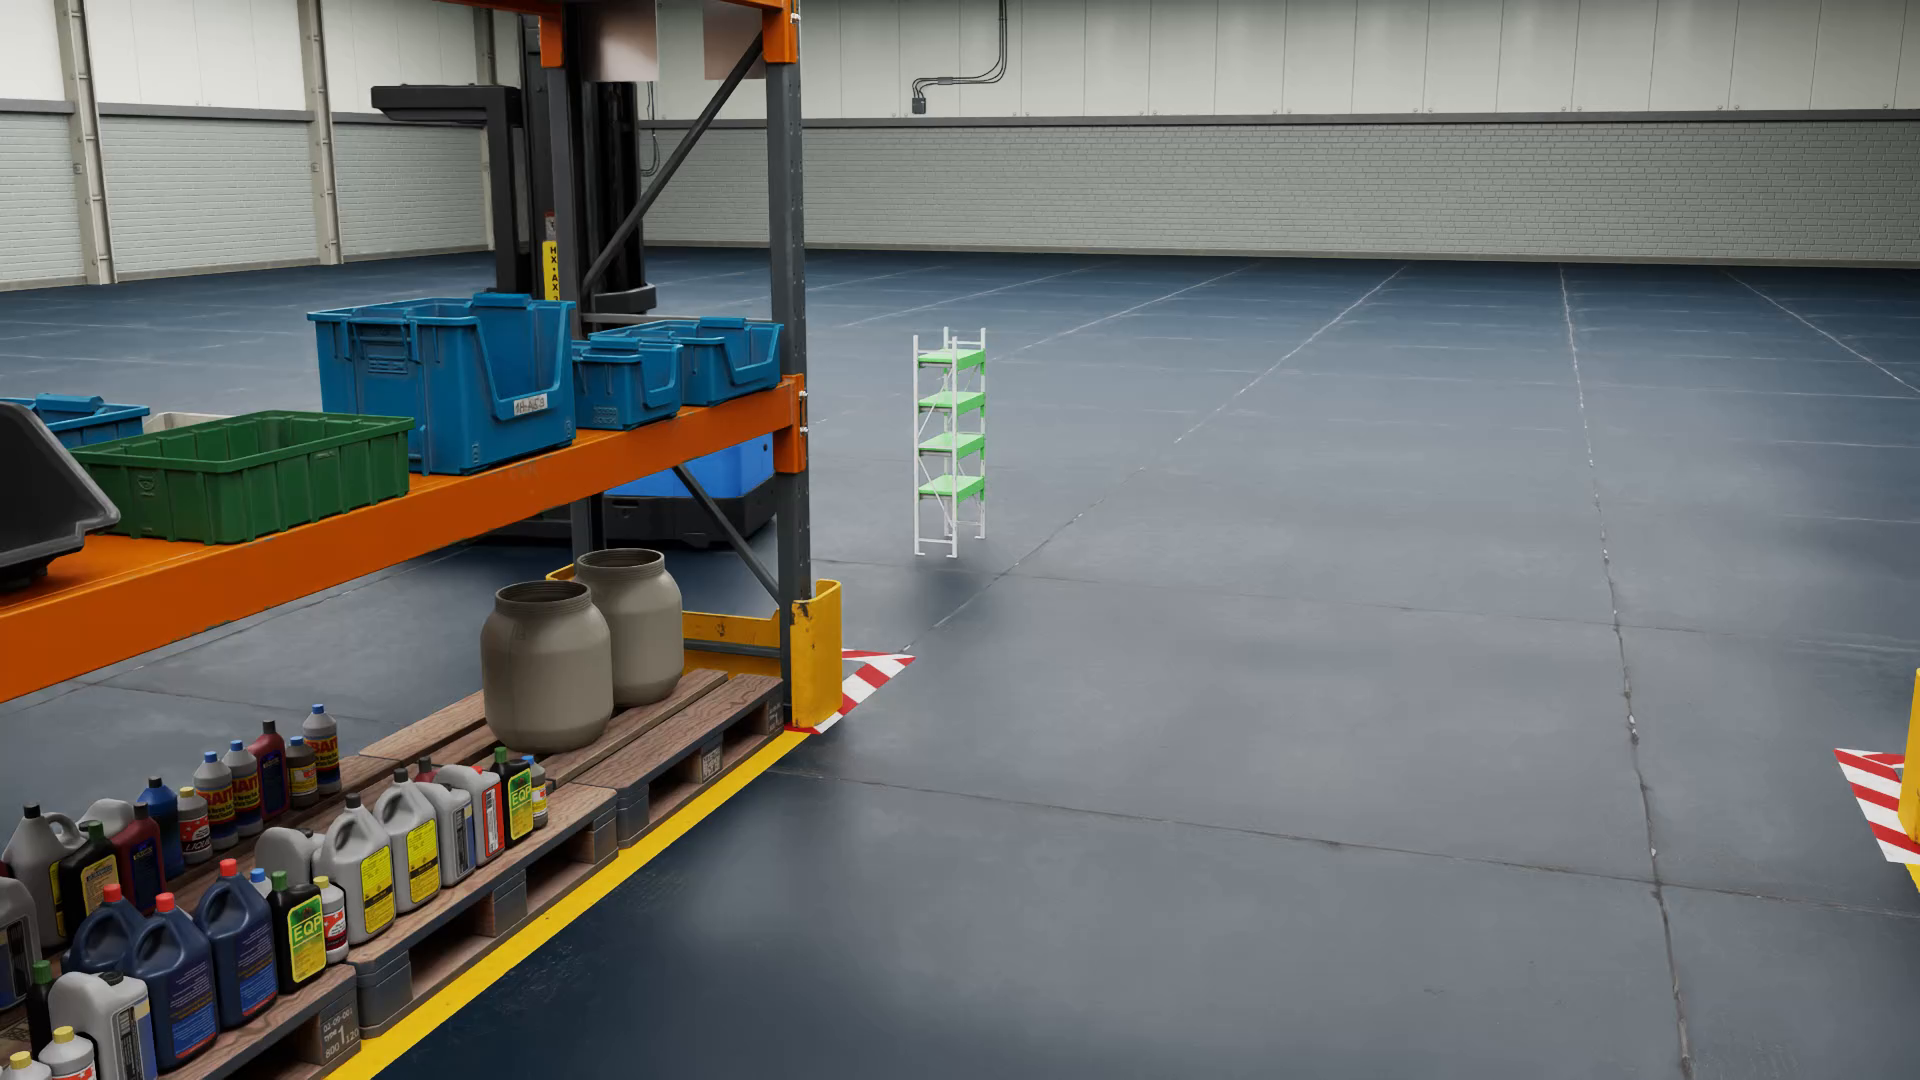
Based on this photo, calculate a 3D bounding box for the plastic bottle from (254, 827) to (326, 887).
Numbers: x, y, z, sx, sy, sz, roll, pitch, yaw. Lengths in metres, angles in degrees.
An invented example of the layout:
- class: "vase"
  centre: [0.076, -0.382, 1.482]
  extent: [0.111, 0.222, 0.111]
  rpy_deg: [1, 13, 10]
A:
- class: "plastic bottle"
  centre: [-1.667, 0.843, 4.188]
  extent: [0.152, 0.276, 0.135]
  rpy_deg: [4, 14, 18]

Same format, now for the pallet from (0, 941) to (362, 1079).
- class: "pallet"
  centre: [-2.114, 1.225, 3.647]
  extent: [1.003, 0.211, 1.213]
  rpy_deg: [4, 14, 18]

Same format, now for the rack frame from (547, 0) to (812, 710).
- class: "rack frame"
  centre: [-1.077, -0.838, 6.420]
  extent: [1.000, 3.000, 0.127]
  rpy_deg: [4, 14, 18]

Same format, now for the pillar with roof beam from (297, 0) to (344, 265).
- class: "pillar with roof beam"
  centre: [-9.077, -9.851, 32.427]
  extent: [9.100, 9.000, 0.400]
  rpy_deg: [4, 14, 18]

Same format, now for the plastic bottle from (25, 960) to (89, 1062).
- class: "plastic bottle"
  centre: [-1.875, 1.001, 3.479]
  extent: [0.061, 0.283, 0.133]
  rpy_deg: [4, 14, 18]

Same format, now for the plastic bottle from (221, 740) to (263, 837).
- class: "plastic bottle"
  centre: [-2.069, 0.709, 4.784]
  extent: [0.097, 0.271, 0.097]
  rpy_deg: [0, 13, 0]

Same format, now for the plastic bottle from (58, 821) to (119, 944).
- class: "plastic bottle"
  centre: [-2.163, 0.851, 4.135]
  extent: [0.061, 0.283, 0.133]
  rpy_deg: [4, 14, 18]

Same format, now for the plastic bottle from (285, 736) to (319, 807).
- class: "plastic bottle"
  centre: [-1.992, 0.693, 5.013]
  extent: [0.097, 0.201, 0.097]
  rpy_deg: [0, 13, 0]

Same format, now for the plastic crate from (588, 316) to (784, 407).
- class: "plastic crate"
  centre: [-0.955, -0.639, 5.880]
  extent: [0.499, 0.251, 0.616]
  rpy_deg: [4, 14, 18]

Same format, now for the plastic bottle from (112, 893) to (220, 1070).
- class: "plastic bottle"
  centre: [-1.717, 0.941, 3.589]
  extent: [0.144, 0.351, 0.185]
  rpy_deg: [5, 14, 20]

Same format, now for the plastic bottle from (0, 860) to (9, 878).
- class: "plastic bottle"
  centre: [-2.360, 0.880, 4.009]
  extent: [0.061, 0.283, 0.133]
  rpy_deg: [5, 14, 22]

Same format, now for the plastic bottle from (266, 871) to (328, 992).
- class: "plastic bottle"
  centre: [-1.563, 0.902, 3.910]
  extent: [0.061, 0.283, 0.133]
  rpy_deg: [5, 14, 21]

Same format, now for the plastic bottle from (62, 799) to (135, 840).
- class: "plastic bottle"
  centre: [-2.212, 0.819, 4.293]
  extent: [0.152, 0.276, 0.135]
  rpy_deg: [5, 14, 19]

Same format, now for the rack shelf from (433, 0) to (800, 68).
- class: "rack shelf"
  centre: [-1.724, -1.529, 4.321]
  extent: [1.077, 0.370, 4.000]
  rpy_deg: [4, 14, 18]

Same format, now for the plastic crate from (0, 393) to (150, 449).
- class: "plastic crate"
  centre: [-2.270, -0.176, 3.853]
  extent: [0.499, 0.251, 0.616]
  rpy_deg: [4, 14, 18]

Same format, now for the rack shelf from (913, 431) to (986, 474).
- class: "rack shelf"
  centre: [-0.054, -0.488, 9.216]
  extent: [0.258, 0.148, 0.480]
  rpy_deg: [4, 14, 18]

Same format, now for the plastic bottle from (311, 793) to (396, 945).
- class: "plastic bottle"
  centre: [-1.518, 0.812, 4.156]
  extent: [0.144, 0.351, 0.185]
  rpy_deg: [4, 14, 18]

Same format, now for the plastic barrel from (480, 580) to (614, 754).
- class: "plastic barrel"
  centre: [-1.379, 0.419, 5.556]
  extent: [0.421, 0.512, 0.421]
  rpy_deg: [0, 13, 0]

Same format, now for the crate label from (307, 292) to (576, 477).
- class: "crate label"
  centre: [-1.416, -0.449, 4.633]
  extent: [0.502, 0.435, 0.616]
  rpy_deg: [4, 14, 18]

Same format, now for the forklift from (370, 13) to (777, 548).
- class: "forklift"
  centre: [-2.620, -1.513, 9.530]
  extent: [3.031, 2.935, 1.130]
  rpy_deg: [2, 13, 8]

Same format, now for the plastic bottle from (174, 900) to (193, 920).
- class: "plastic bottle"
  centre: [-1.784, 0.940, 3.770]
  extent: [0.097, 0.271, 0.097]
  rpy_deg: [0, 13, 0]

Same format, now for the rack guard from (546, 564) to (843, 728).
- class: "rack guard"
  centre: [-1.057, 0.400, 6.613]
  extent: [1.175, 0.500, 0.348]
  rpy_deg: [4, 14, 18]

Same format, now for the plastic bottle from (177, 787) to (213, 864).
- class: "plastic bottle"
  centre: [-2.133, 0.785, 4.608]
  extent: [0.097, 0.201, 0.097]
  rpy_deg: [0, 13, 0]

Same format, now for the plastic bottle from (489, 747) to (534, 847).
- class: "plastic bottle"
  centre: [-1.277, 0.716, 4.727]
  extent: [0.061, 0.283, 0.133]
  rpy_deg: [5, 14, 20]

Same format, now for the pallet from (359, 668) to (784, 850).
- class: "pallet"
  centre: [-1.325, 0.711, 5.897]
  extent: [1.003, 0.211, 1.213]
  rpy_deg: [4, 14, 18]

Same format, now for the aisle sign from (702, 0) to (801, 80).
- class: "aisle sign"
  centre: [-0.772, -2.099, 6.103]
  extent: [0.394, 0.787, 0.004]
  rpy_deg: [4, 14, 18]

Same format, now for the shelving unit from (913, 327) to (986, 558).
- class: "shelving unit"
  centre: [-0.054, -0.550, 9.202]
  extent: [0.258, 1.200, 0.503]
  rpy_deg: [4, 14, 18]

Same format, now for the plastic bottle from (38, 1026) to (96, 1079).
- class: "plastic bottle"
  centre: [-1.787, 1.075, 3.336]
  extent: [0.097, 0.201, 0.097]
  rpy_deg: [0, 13, 0]

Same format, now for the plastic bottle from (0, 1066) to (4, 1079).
- class: "plastic bottle"
  centre: [-1.853, 1.084, 3.140]
  extent: [0.097, 0.271, 0.097]
  rpy_deg: [0, 13, 0]

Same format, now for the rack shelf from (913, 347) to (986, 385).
- class: "rack shelf"
  centre: [-0.054, -0.956, 9.109]
  extent: [0.258, 0.148, 0.480]
  rpy_deg: [4, 14, 18]

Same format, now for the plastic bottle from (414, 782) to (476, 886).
- class: "plastic bottle"
  centre: [-1.408, 0.774, 4.490]
  extent: [0.152, 0.276, 0.135]
  rpy_deg: [4, 13, 17]

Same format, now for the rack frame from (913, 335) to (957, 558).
- class: "rack frame"
  centre: [-0.133, -0.499, 8.977]
  extent: [0.240, 1.200, 0.015]
  rpy_deg: [4, 14, 18]

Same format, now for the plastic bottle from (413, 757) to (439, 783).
- class: "plastic bottle"
  centre: [-1.464, 0.733, 4.650]
  extent: [0.061, 0.283, 0.133]
  rpy_deg: [4, 14, 18]

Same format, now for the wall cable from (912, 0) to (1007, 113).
- class: "wall cable"
  centre: [-0.027, -12.921, 38.232]
  extent: [2.305, 6.003, 0.169]
  rpy_deg: [4, 14, 18]
